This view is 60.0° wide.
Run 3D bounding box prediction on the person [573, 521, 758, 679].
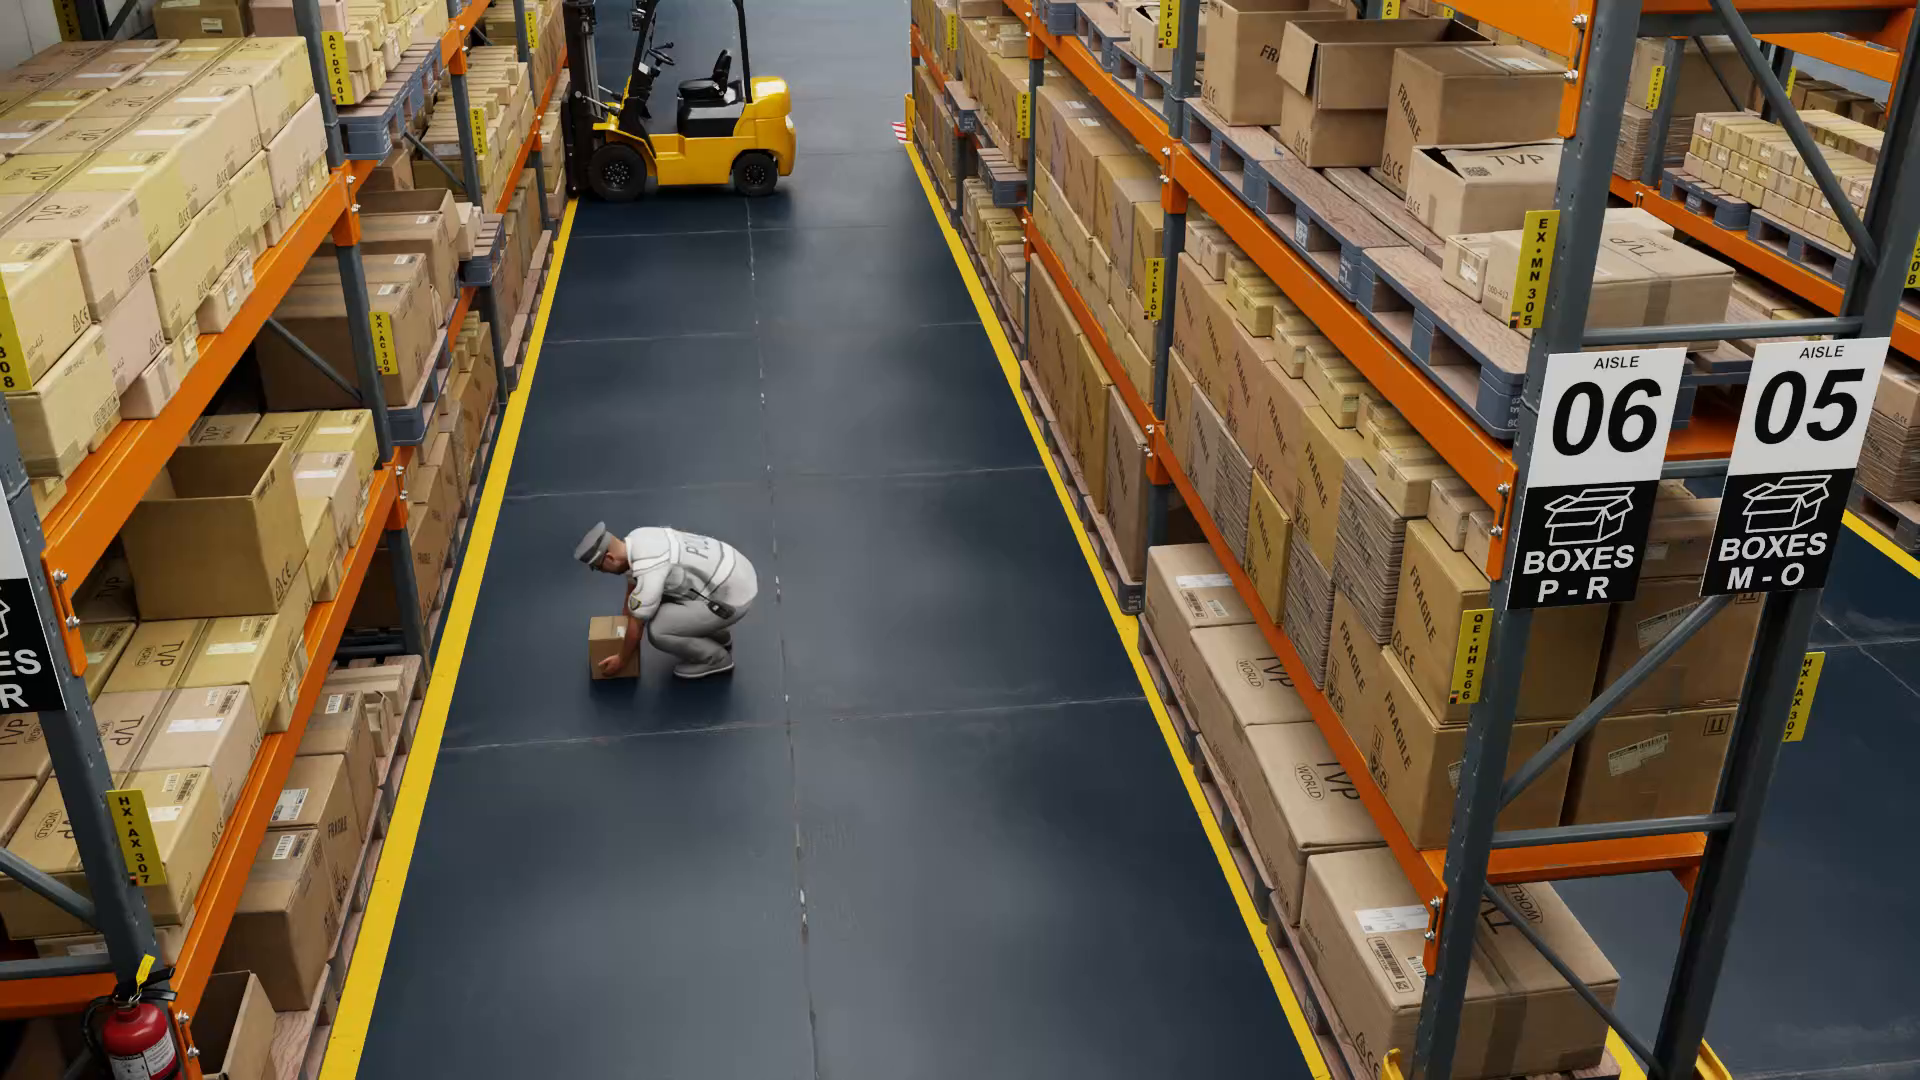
[{"bbox_3d":[-1.576,0.282,9.004,0.955,0.902,0.558,-4,27,-7],"label":"person"}]
